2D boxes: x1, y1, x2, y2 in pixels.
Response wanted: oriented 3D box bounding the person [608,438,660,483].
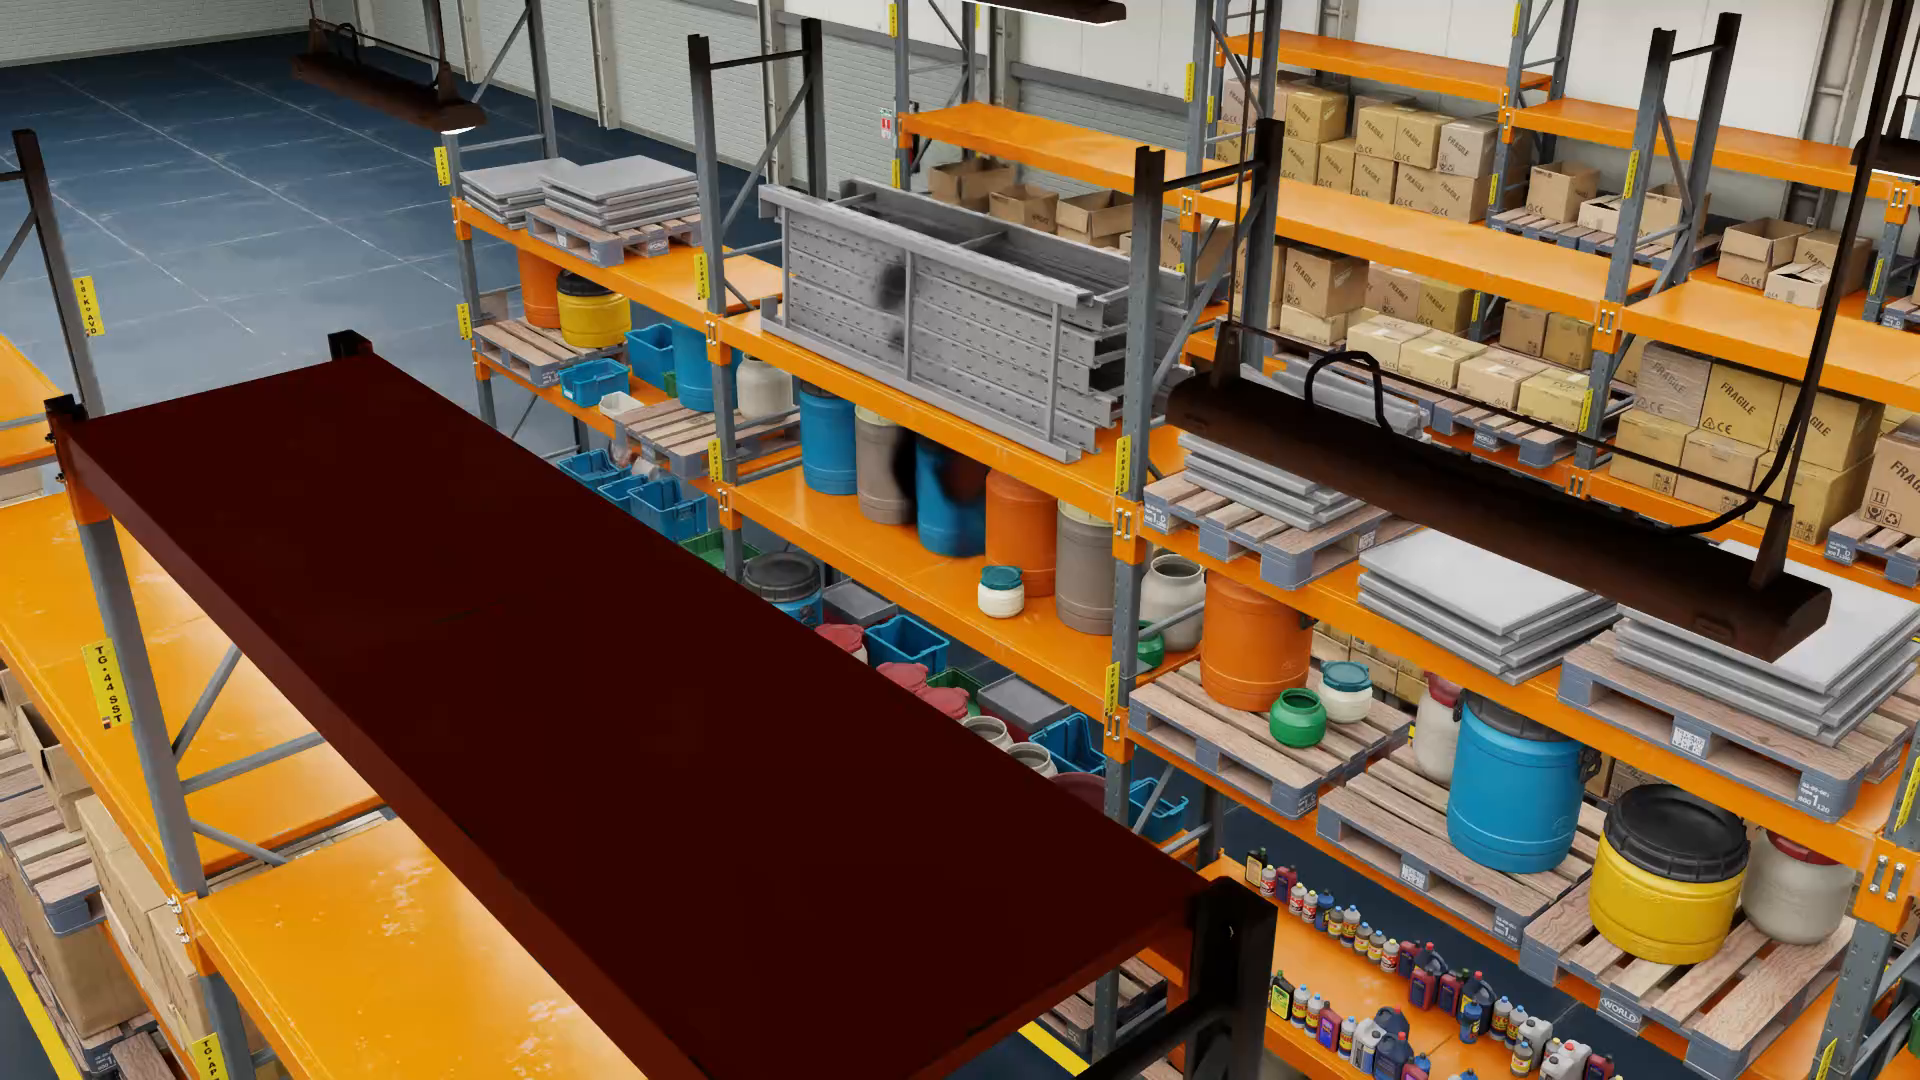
[{"bbox_3d":[-3.338,-0.707,17.066,0.747,1.845,0.658,11,29,20],"label":"person"}]
